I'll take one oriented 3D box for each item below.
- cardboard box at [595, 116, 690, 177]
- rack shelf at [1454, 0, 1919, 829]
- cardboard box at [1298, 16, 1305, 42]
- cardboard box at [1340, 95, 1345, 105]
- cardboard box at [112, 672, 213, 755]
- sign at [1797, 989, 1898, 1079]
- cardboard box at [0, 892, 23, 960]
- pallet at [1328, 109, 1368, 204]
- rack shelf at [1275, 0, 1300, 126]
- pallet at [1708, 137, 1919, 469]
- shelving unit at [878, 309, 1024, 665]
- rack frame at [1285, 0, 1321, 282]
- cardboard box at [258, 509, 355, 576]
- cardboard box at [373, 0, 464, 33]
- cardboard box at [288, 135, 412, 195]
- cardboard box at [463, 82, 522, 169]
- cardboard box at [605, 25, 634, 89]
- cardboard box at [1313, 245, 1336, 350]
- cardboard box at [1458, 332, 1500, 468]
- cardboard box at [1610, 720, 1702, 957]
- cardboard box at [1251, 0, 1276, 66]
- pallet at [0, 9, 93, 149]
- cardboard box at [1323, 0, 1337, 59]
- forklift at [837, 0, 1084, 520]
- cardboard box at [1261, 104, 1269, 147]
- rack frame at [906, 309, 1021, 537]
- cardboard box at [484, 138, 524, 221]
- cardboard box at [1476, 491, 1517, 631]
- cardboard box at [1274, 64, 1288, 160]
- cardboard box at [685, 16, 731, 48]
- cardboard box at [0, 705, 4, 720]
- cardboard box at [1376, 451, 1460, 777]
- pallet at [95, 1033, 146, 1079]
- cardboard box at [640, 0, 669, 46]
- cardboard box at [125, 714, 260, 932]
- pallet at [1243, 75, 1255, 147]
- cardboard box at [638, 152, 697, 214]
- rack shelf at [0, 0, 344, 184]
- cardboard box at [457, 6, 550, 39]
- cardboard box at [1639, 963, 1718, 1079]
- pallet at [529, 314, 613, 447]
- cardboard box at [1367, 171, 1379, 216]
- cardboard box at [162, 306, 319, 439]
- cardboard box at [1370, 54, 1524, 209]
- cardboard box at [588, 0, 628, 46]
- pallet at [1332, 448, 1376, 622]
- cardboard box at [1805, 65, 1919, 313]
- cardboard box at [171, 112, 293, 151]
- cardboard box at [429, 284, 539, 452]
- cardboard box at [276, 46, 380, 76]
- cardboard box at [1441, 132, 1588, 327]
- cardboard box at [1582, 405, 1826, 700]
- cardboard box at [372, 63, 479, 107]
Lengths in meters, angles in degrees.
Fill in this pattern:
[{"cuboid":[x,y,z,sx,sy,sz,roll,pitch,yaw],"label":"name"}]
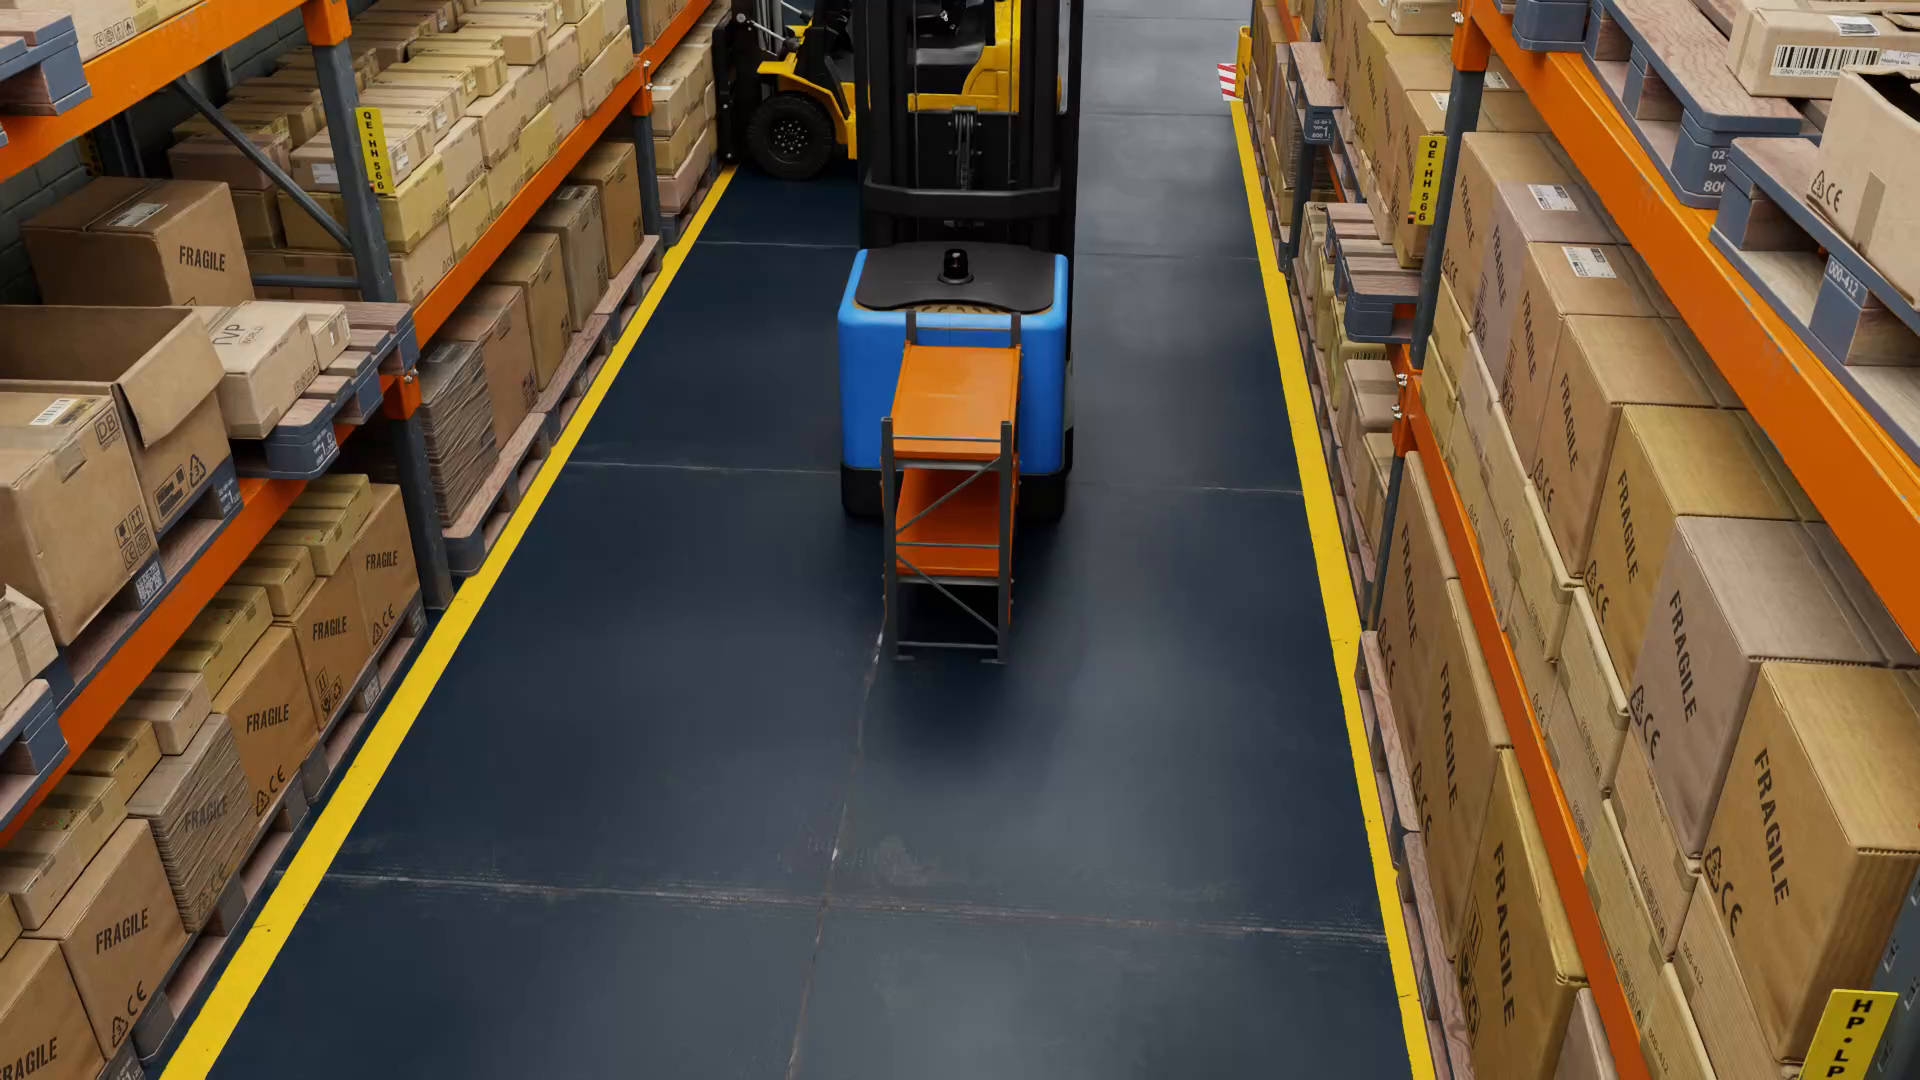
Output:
[{"cuboid":[-2.061,-2.568,10.802,0.500,0.250,0.500,2,32,4],"label":"cardboard box"},{"cuboid":[2.051,-0.730,3.903,1.077,0.370,4.000,2,32,4],"label":"rack shelf"},{"cuboid":[2.275,-3.102,10.164,0.380,0.149,0.250,3,32,5],"label":"cardboard box"},{"cuboid":[2.141,-2.279,8.428,0.380,0.149,0.250,3,32,5],"label":"cardboard box"},{"cuboid":[-2.658,0.555,5.354,0.380,0.149,0.250,1,32,2],"label":"cardboard box"},{"cuboid":[1.346,0.809,2.550,0.100,0.325,0.005,2,32,4],"label":"sign"},{"cuboid":[-2.802,1.082,4.499,0.380,0.149,0.250,2,32,3],"label":"cardboard box"},{"cuboid":[2.334,-1.761,7.931,1.003,0.211,1.213,2,32,4],"label":"pallet"},{"cuboid":[2.702,-3.637,11.478,1.077,0.370,4.000,2,32,4],"label":"rack shelf"},{"cuboid":[1.913,-0.391,2.849,0.805,0.209,1.217,1,32,2],"label":"pallet"},{"cuboid":[-0.019,-0.242,7.070,0.538,1.125,1.048,2,32,3],"label":"shelving unit"},{"cuboid":[2.539,-2.897,9.592,1.000,3.000,0.127,2,32,4],"label":"rack frame"},{"cuboid":[-2.513,0.007,6.244,0.380,0.149,0.250,1,32,1],"label":"cardboard box"},{"cuboid":[-2.792,-2.719,8.590,0.380,0.149,0.250,2,32,4],"label":"cardboard box"},{"cuboid":[-2.415,-1.488,6.592,0.380,0.149,0.250,3,32,5],"label":"cardboard box"},{"cuboid":[-2.352,-1.921,7.674,0.500,0.250,0.500,2,32,3],"label":"cardboard box"},{"cuboid":[-2.189,-2.769,9.526,0.500,0.250,0.500,3,32,5],"label":"cardboard box"},{"cuboid":[2.444,-1.307,9.116,0.950,0.372,0.625,4,32,7],"label":"cardboard box"},{"cuboid":[1.883,-0.430,5.255,0.500,0.250,0.500,3,32,5],"label":"cardboard box"},{"cuboid":[1.715,0.635,3.528,0.500,0.250,0.500,3,32,5],"label":"cardboard box"},{"cuboid":[2.522,-3.894,12.715,0.500,0.500,0.500,1,32,2],"label":"cardboard box"},{"cuboid":[-2.855,-1.001,3.836,1.213,0.211,1.003,2,32,4],"label":"pallet"},{"cuboid":[2.175,-2.750,8.574,0.500,0.500,0.500,3,32,4],"label":"cardboard box"},{"cuboid":[0.053,-2.088,8.344,1.130,2.935,3.031,2,32,3],"label":"forklift"},{"cuboid":[2.443,-3.034,12.035,0.500,0.250,0.500,5,32,7],"label":"cardboard box"},{"cuboid":[0.014,-0.508,7.502,0.500,1.125,0.032,2,32,3],"label":"rack frame"},{"cuboid":[-2.374,-1.706,7.802,0.500,0.250,0.500,1,32,2],"label":"cardboard box"},{"cuboid":[1.850,0.047,4.958,0.500,0.250,0.500,3,32,6],"label":"cardboard box"},{"cuboid":[2.359,-2.811,10.959,0.500,0.500,0.500,3,32,5],"label":"cardboard box"},{"cuboid":[-1.925,-3.582,11.971,0.500,0.250,0.500,2,32,3],"label":"cardboard box"},{"cuboid":[-2.755,0.341,3.843,0.700,0.500,0.500,3,32,5],"label":"cardboard box"},{"cuboid":[2.074,0.278,6.065,0.875,0.875,0.875,2,32,4],"label":"cardboard box"},{"cuboid":[-3.031,1.836,4.569,1.003,0.211,1.213,2,32,4],"label":"pallet"},{"cuboid":[-2.112,-3.371,10.265,0.500,0.500,0.500,2,32,3],"label":"cardboard box"},{"cuboid":[-2.669,0.908,5.401,0.500,0.500,0.500,1,32,2],"label":"cardboard box"},{"cuboid":[2.757,-3.339,12.966,1.003,0.211,1.213,2,32,4],"label":"pallet"},{"cuboid":[-2.039,-2.354,10.932,0.500,0.250,0.500,3,32,4],"label":"cardboard box"},{"cuboid":[-2.897,-0.940,4.244,1.077,0.370,4.000,2,32,4],"label":"rack shelf"},{"cuboid":[-2.290,-2.568,8.345,0.380,0.149,0.250,3,32,4],"label":"cardboard box"},{"cuboid":[1.673,1.105,3.241,0.500,0.250,0.500,2,32,3],"label":"cardboard box"},{"cuboid":[-2.526,-0.893,8.999,1.003,0.211,1.213,2,32,4],"label":"pallet"},{"cuboid":[1.960,-1.467,7.111,0.380,0.149,0.250,1,32,2],"label":"cardboard box"},{"cuboid":[-2.497,-0.565,5.550,0.500,0.250,0.500,1,32,2],"label":"cardboard box"},{"cuboid":[2.005,-1.674,6.828,0.500,0.500,0.500,2,32,3],"label":"cardboard box"},{"cuboid":[-2.194,-2.988,9.407,0.500,0.250,0.500,2,32,3],"label":"cardboard box"},{"cuboid":[2.279,-0.027,7.592,1.003,0.211,1.213,2,32,4],"label":"pallet"},{"cuboid":[1.750,-0.602,2.693,0.500,0.311,0.500,2,32,4],"label":"cardboard box"},{"cuboid":[-2.999,-1.655,6.862,0.380,0.149,0.250,3,32,5],"label":"cardboard box"},{"cuboid":[-2.624,-0.851,8.135,0.875,0.625,0.625,3,32,6],"label":"cardboard box"},{"cuboid":[-2.931,-2.186,7.725,0.380,0.149,0.250,2,32,3],"label":"cardboard box"},{"cuboid":[1.930,-1.026,5.508,0.500,0.500,0.500,1,32,2],"label":"cardboard box"},{"cuboid":[1.769,0.038,3.780,0.500,0.500,0.500,3,32,5],"label":"cardboard box"},{"cuboid":[-2.399,-2.033,7.477,0.380,0.149,0.250,3,32,5],"label":"cardboard box"}]
